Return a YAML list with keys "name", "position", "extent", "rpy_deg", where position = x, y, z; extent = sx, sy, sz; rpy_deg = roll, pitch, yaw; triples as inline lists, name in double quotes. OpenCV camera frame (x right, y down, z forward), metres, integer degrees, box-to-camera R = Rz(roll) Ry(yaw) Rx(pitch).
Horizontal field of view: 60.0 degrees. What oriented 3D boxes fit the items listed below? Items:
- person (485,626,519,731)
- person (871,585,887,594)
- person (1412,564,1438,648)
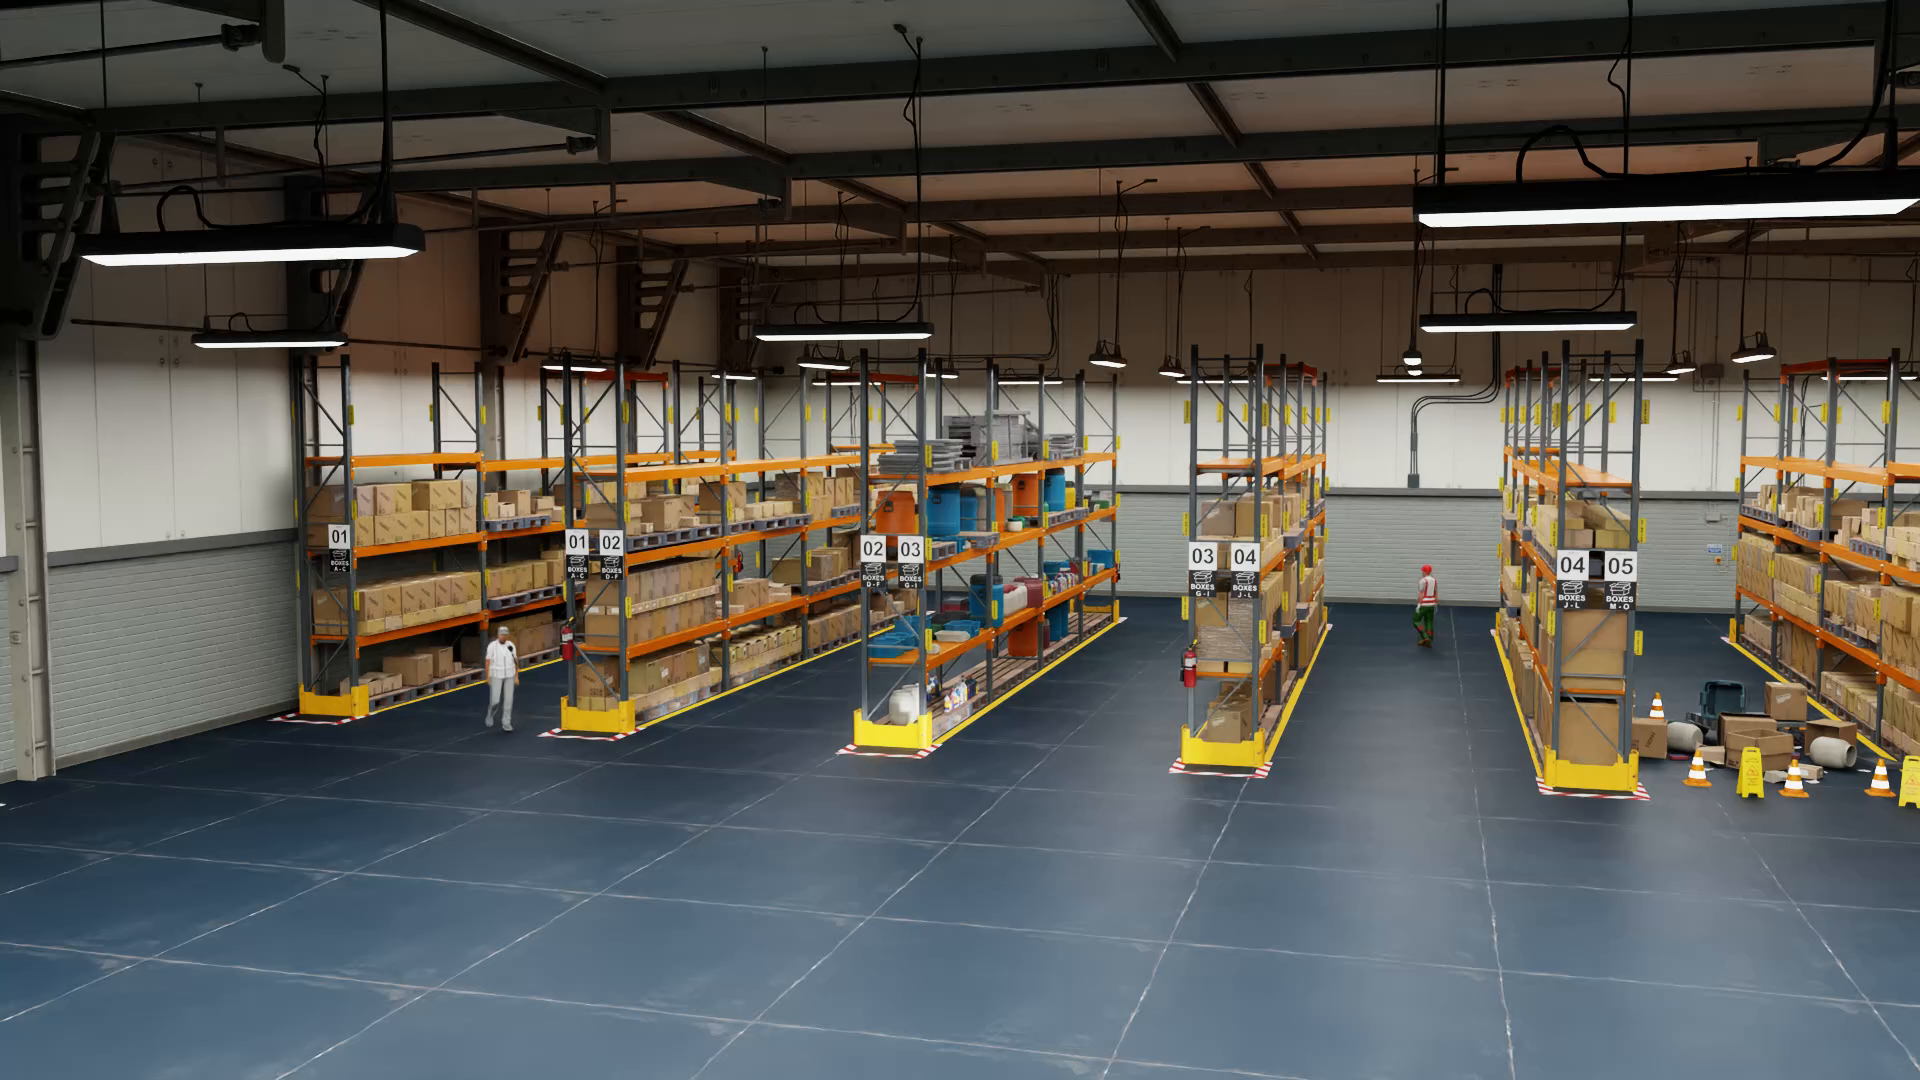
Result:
- name: "person"
  position: [-7.268, 2.181, 26.358]
  extent: [0.493, 1.657, 0.500]
  rpy_deg: [-3, 5, -33]
- name: "person"
  position: [-2.222, 0.803, 45.431]
  extent: [0.438, 1.537, 0.972]
  rpy_deg: [1, 4, 16]
- name: "person"
  position: [10.069, 1.423, 35.839]
  extent: [0.603, 1.790, 0.472]
  rpy_deg: [-2, 5, -29]
